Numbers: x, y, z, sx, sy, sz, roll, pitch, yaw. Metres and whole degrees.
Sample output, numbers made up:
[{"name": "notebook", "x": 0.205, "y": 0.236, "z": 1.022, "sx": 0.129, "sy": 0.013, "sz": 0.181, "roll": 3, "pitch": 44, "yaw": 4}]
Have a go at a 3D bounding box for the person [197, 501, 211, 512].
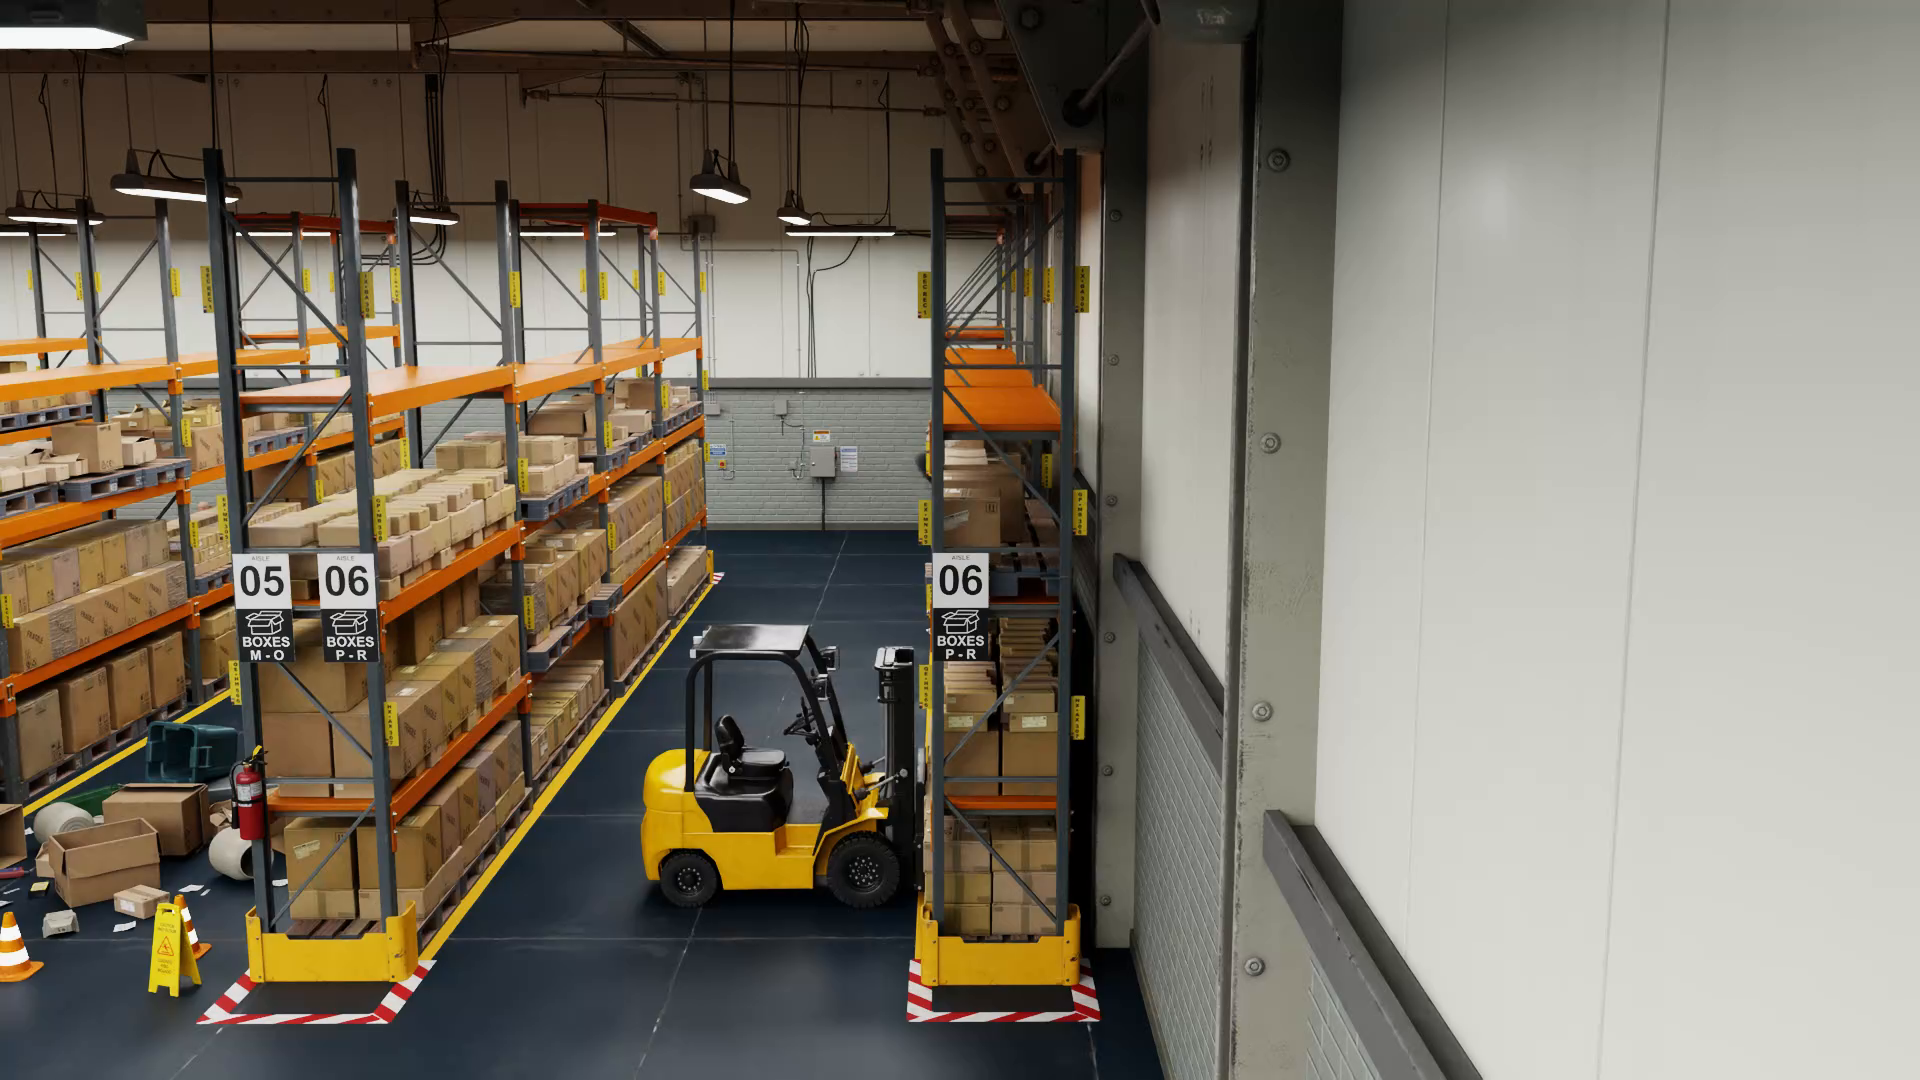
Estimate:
[{"name": "person", "x": -11.415, "y": 0.276, "z": 25.291, "sx": 0.733, "sy": 1.733, "sz": 0.696, "roll": 1, "pitch": 9, "yaw": 4}]
